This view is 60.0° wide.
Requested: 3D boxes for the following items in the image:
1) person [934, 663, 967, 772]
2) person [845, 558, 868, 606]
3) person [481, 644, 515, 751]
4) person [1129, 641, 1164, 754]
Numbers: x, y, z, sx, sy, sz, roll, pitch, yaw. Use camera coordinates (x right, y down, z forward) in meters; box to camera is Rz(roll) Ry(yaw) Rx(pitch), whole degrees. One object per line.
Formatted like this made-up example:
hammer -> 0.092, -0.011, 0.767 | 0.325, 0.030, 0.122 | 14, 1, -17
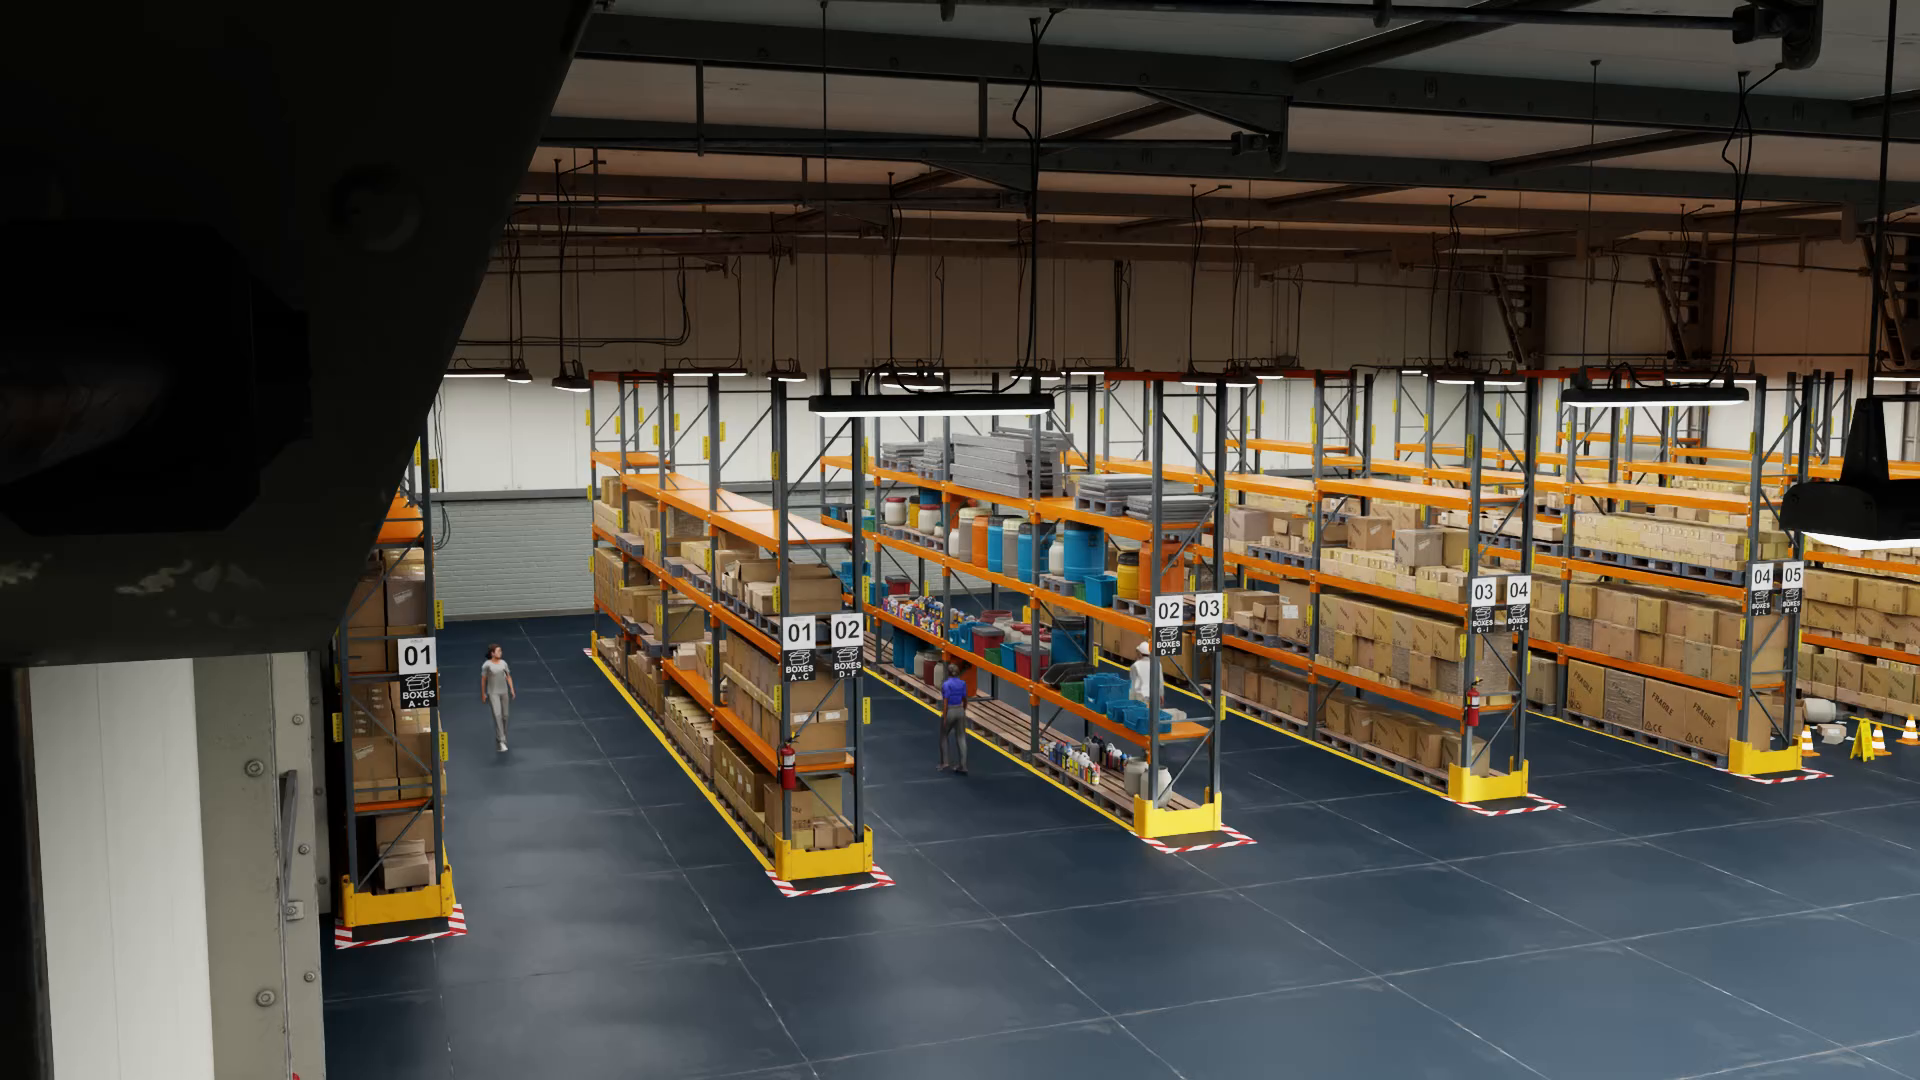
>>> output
person -> -0.077, 2.718, 25.306 | 0.472, 1.697, 0.612 | -4, 7, -31
person -> -2.415, 0.886, 41.520 | 0.943, 1.634, 0.465 | 1, 6, 8
person -> -7.413, 2.522, 26.883 | 0.470, 1.661, 0.762 | -6, 9, -42
person -> 2.962, 2.493, 26.471 | 0.566, 1.762, 0.466 | 0, 6, -4
